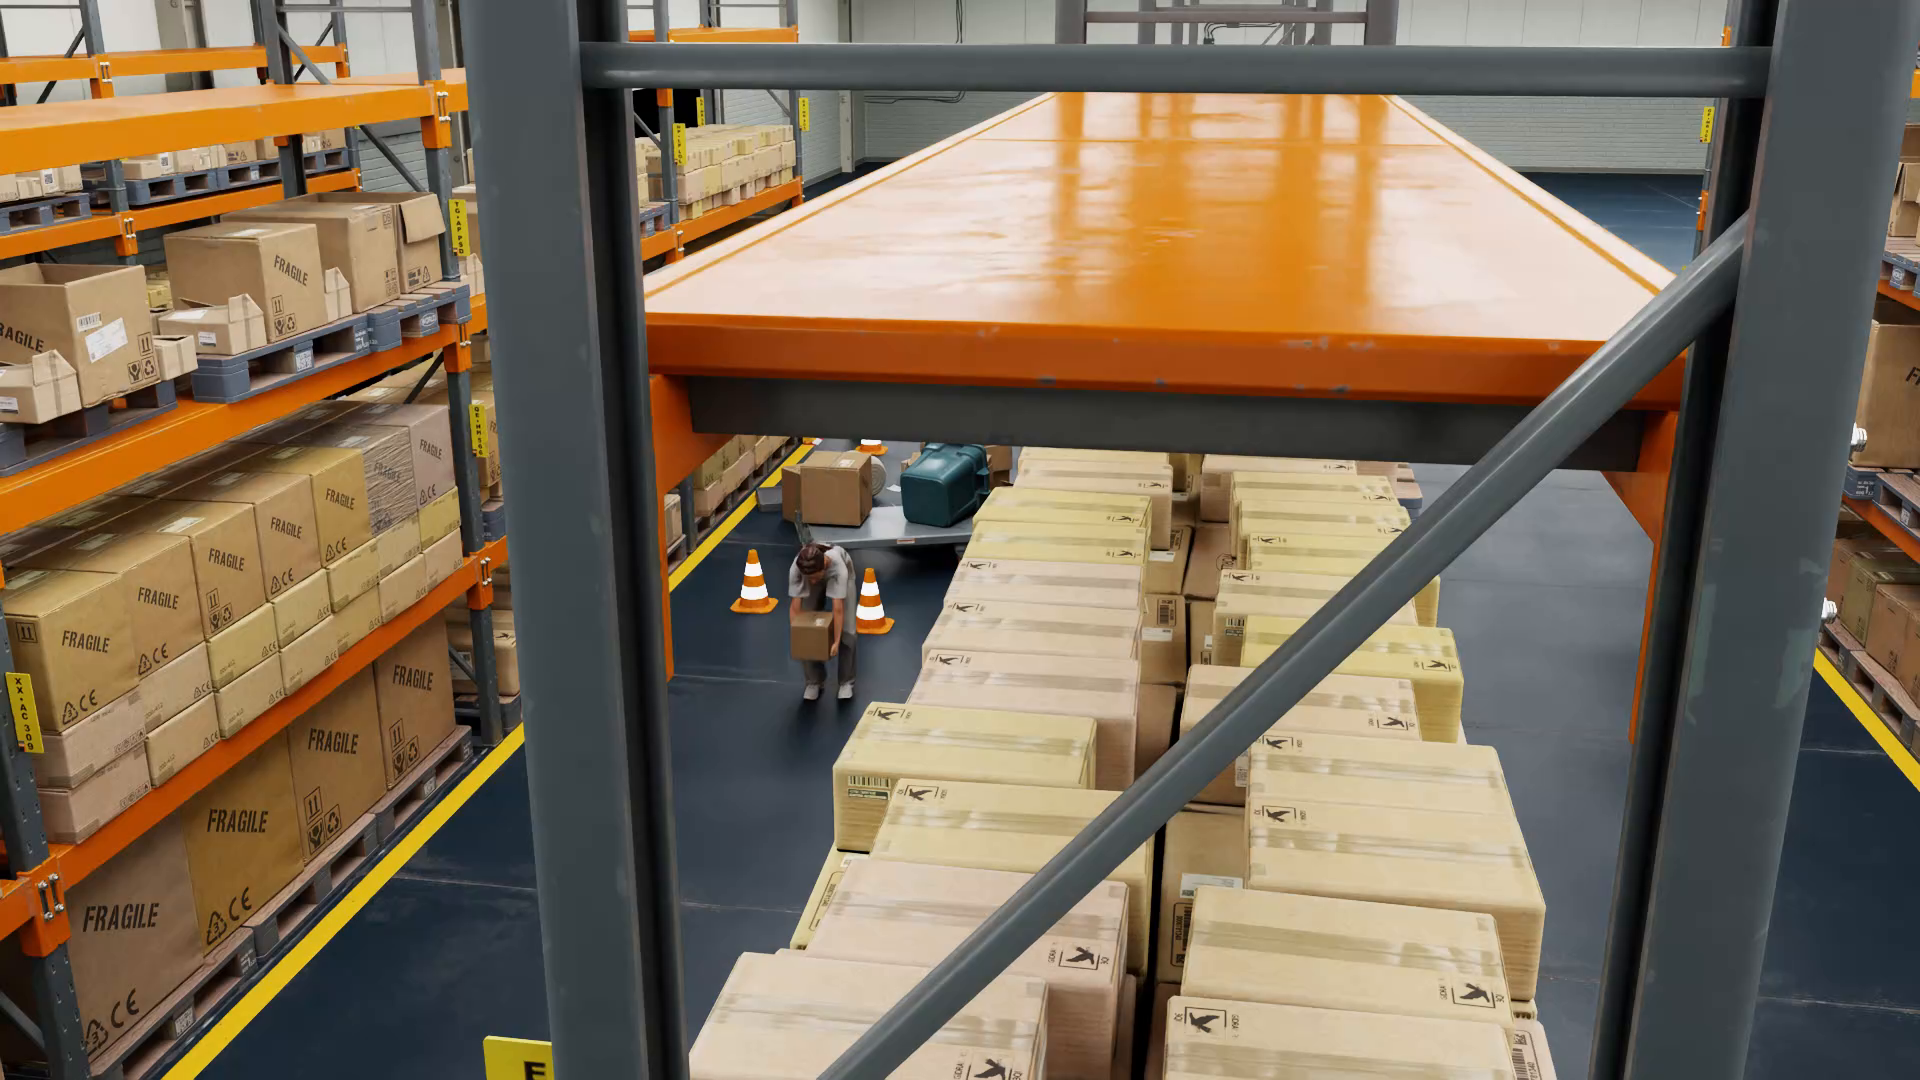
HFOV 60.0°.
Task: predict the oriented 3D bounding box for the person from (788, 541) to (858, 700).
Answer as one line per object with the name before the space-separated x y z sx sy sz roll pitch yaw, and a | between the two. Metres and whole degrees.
person | -0.922 0.531 11.165 0.427 1.217 0.836 2 18 7
